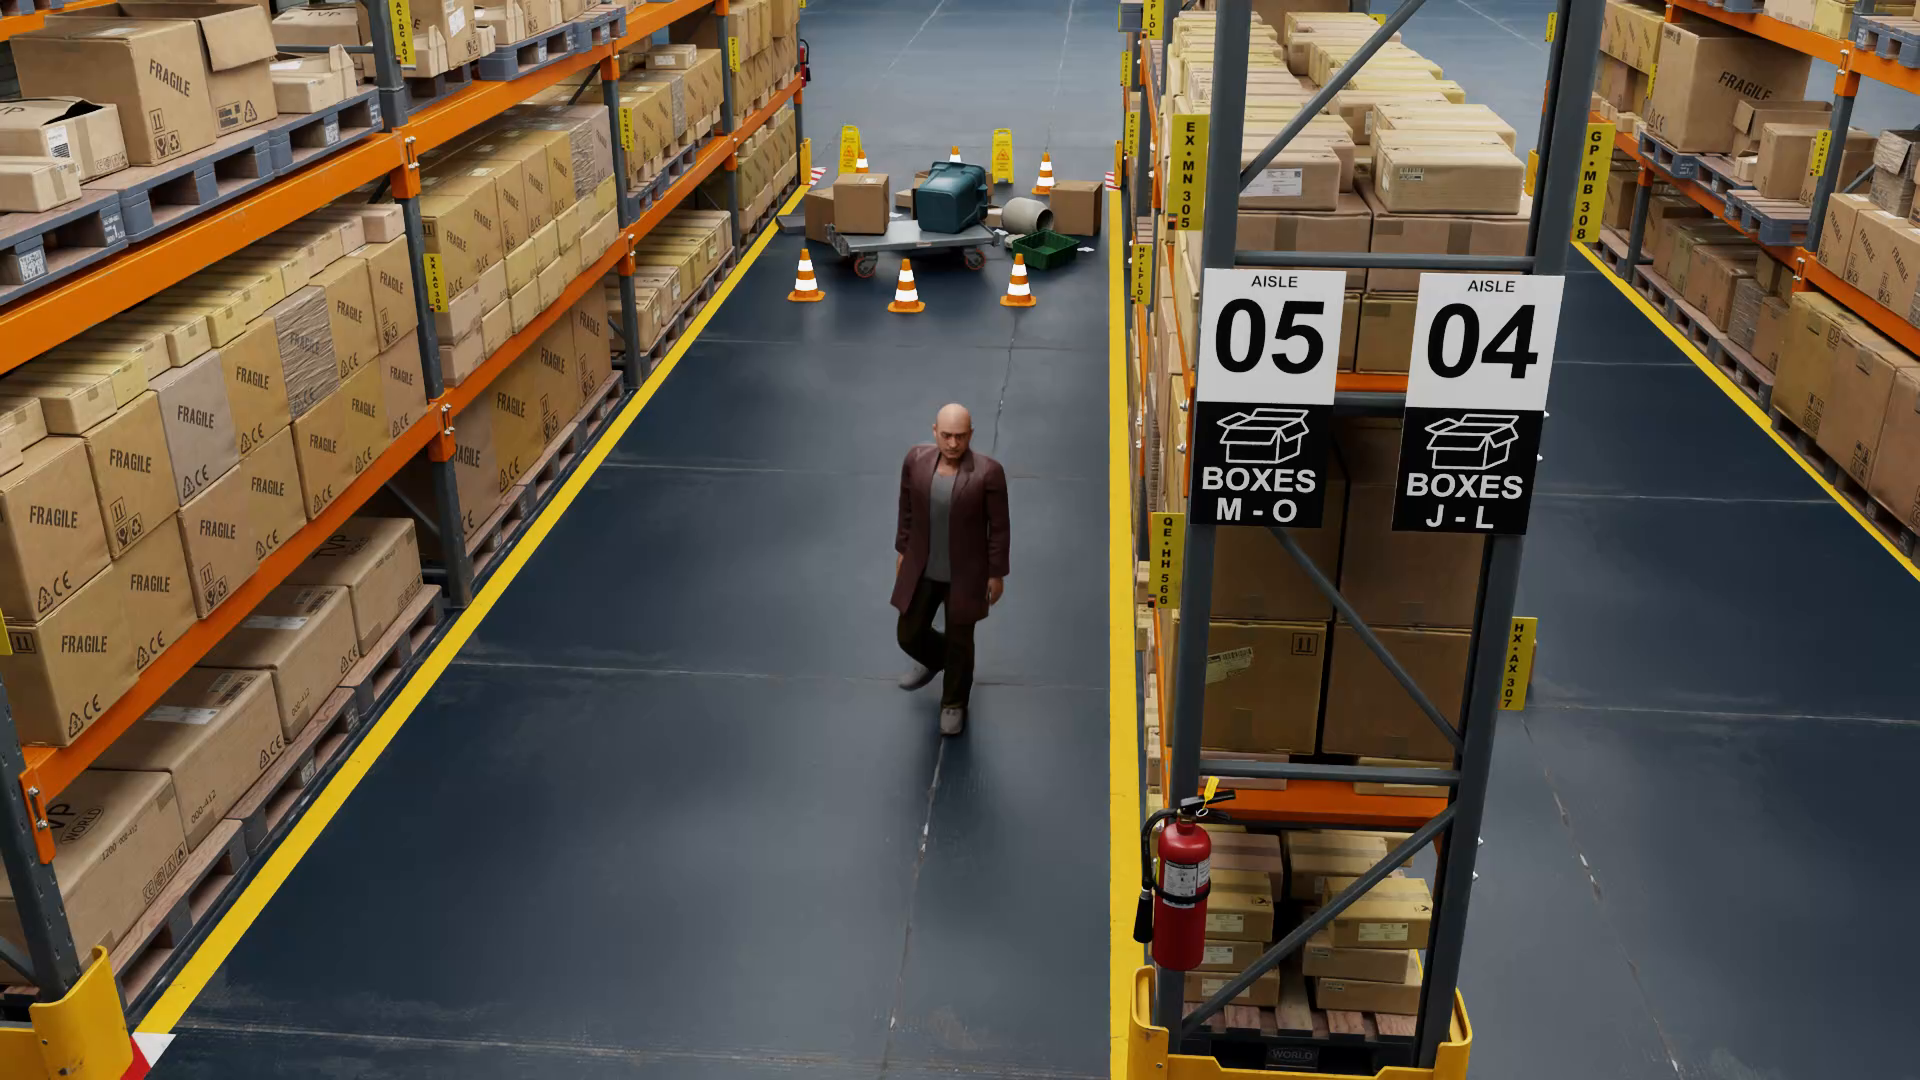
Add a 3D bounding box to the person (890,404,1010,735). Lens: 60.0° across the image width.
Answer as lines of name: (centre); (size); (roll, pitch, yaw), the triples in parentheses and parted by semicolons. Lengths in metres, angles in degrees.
person: (-0.042, 0.114, 8.347); (0.625, 1.771, 0.580); (7, 25, 16)
